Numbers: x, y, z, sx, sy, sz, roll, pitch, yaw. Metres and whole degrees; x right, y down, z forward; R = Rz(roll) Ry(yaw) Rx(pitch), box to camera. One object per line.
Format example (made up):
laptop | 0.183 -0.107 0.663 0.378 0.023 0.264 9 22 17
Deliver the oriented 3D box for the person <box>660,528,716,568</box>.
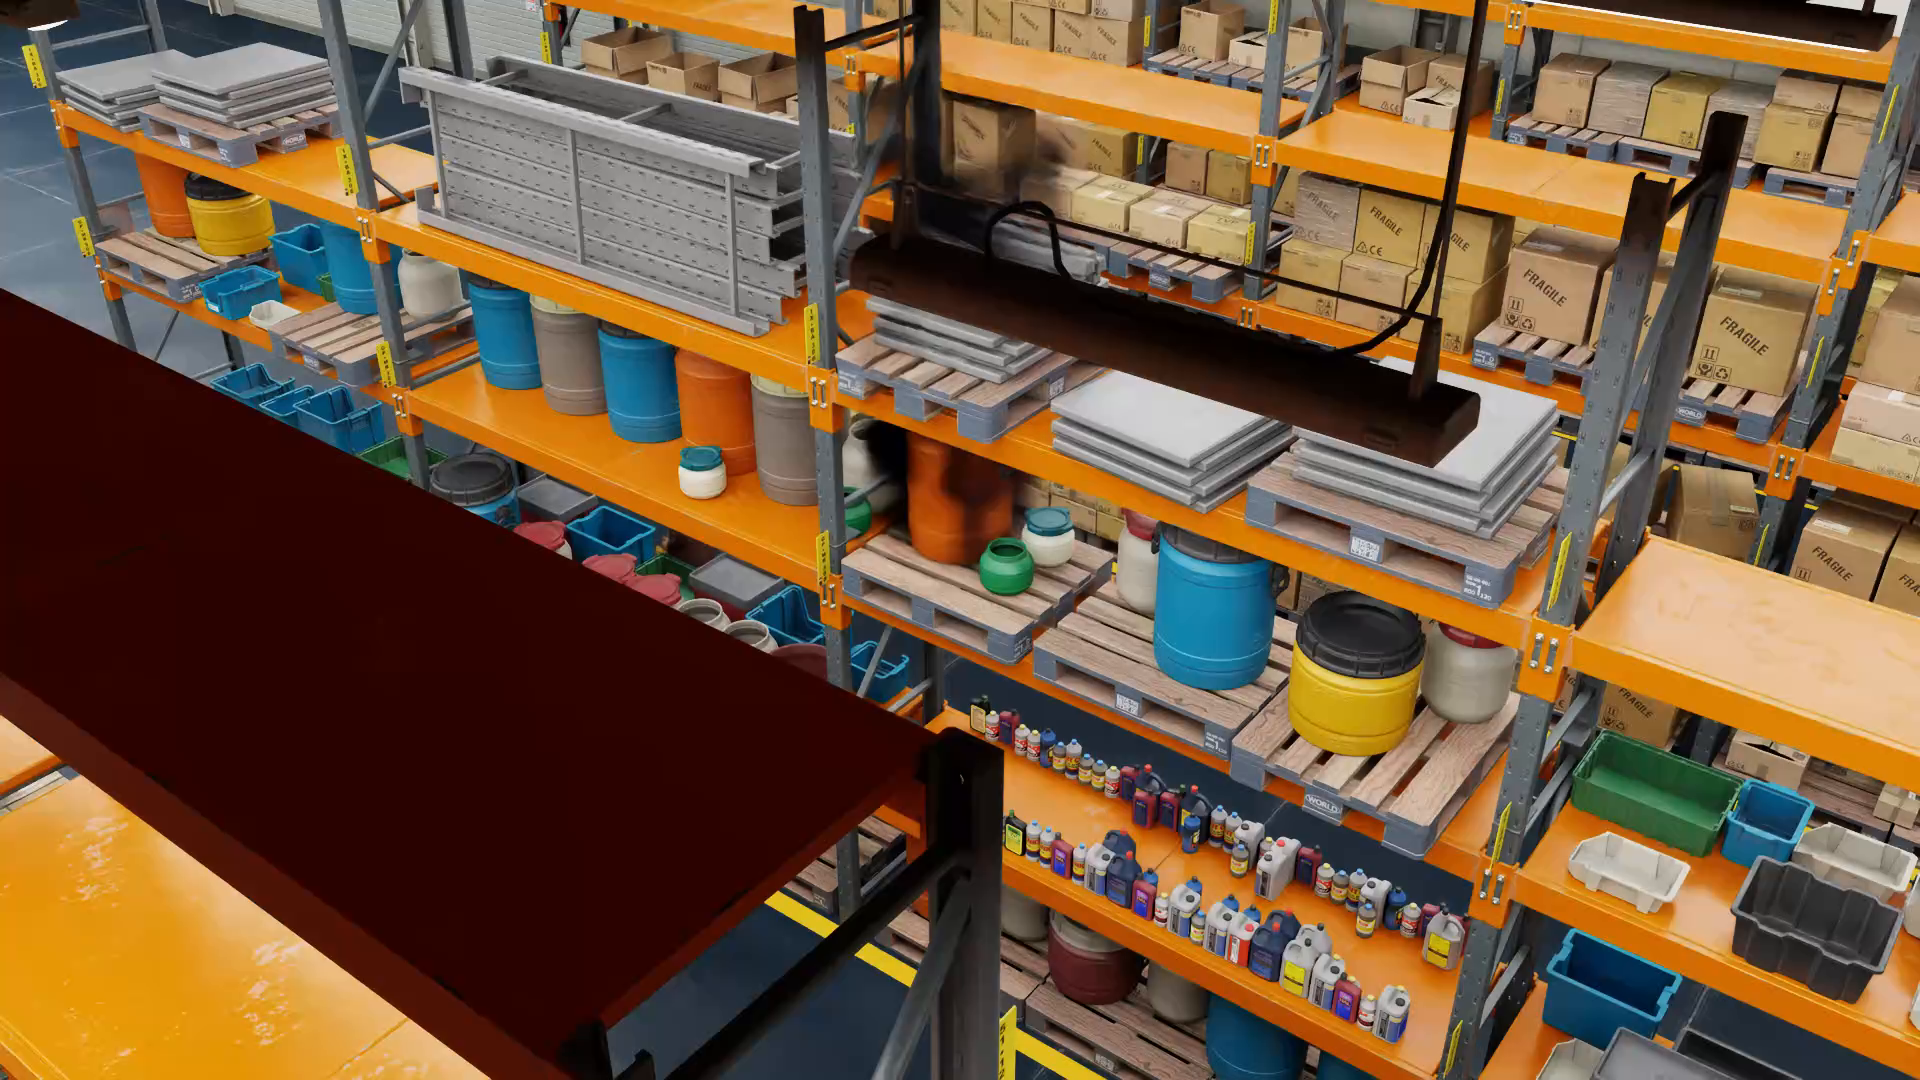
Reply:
person | -2.126 0.099 13.376 0.865 1.743 0.725 15 34 23

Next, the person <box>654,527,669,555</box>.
person | -2.325 -0.521 14.390 0.987 1.746 0.703 20 37 29
